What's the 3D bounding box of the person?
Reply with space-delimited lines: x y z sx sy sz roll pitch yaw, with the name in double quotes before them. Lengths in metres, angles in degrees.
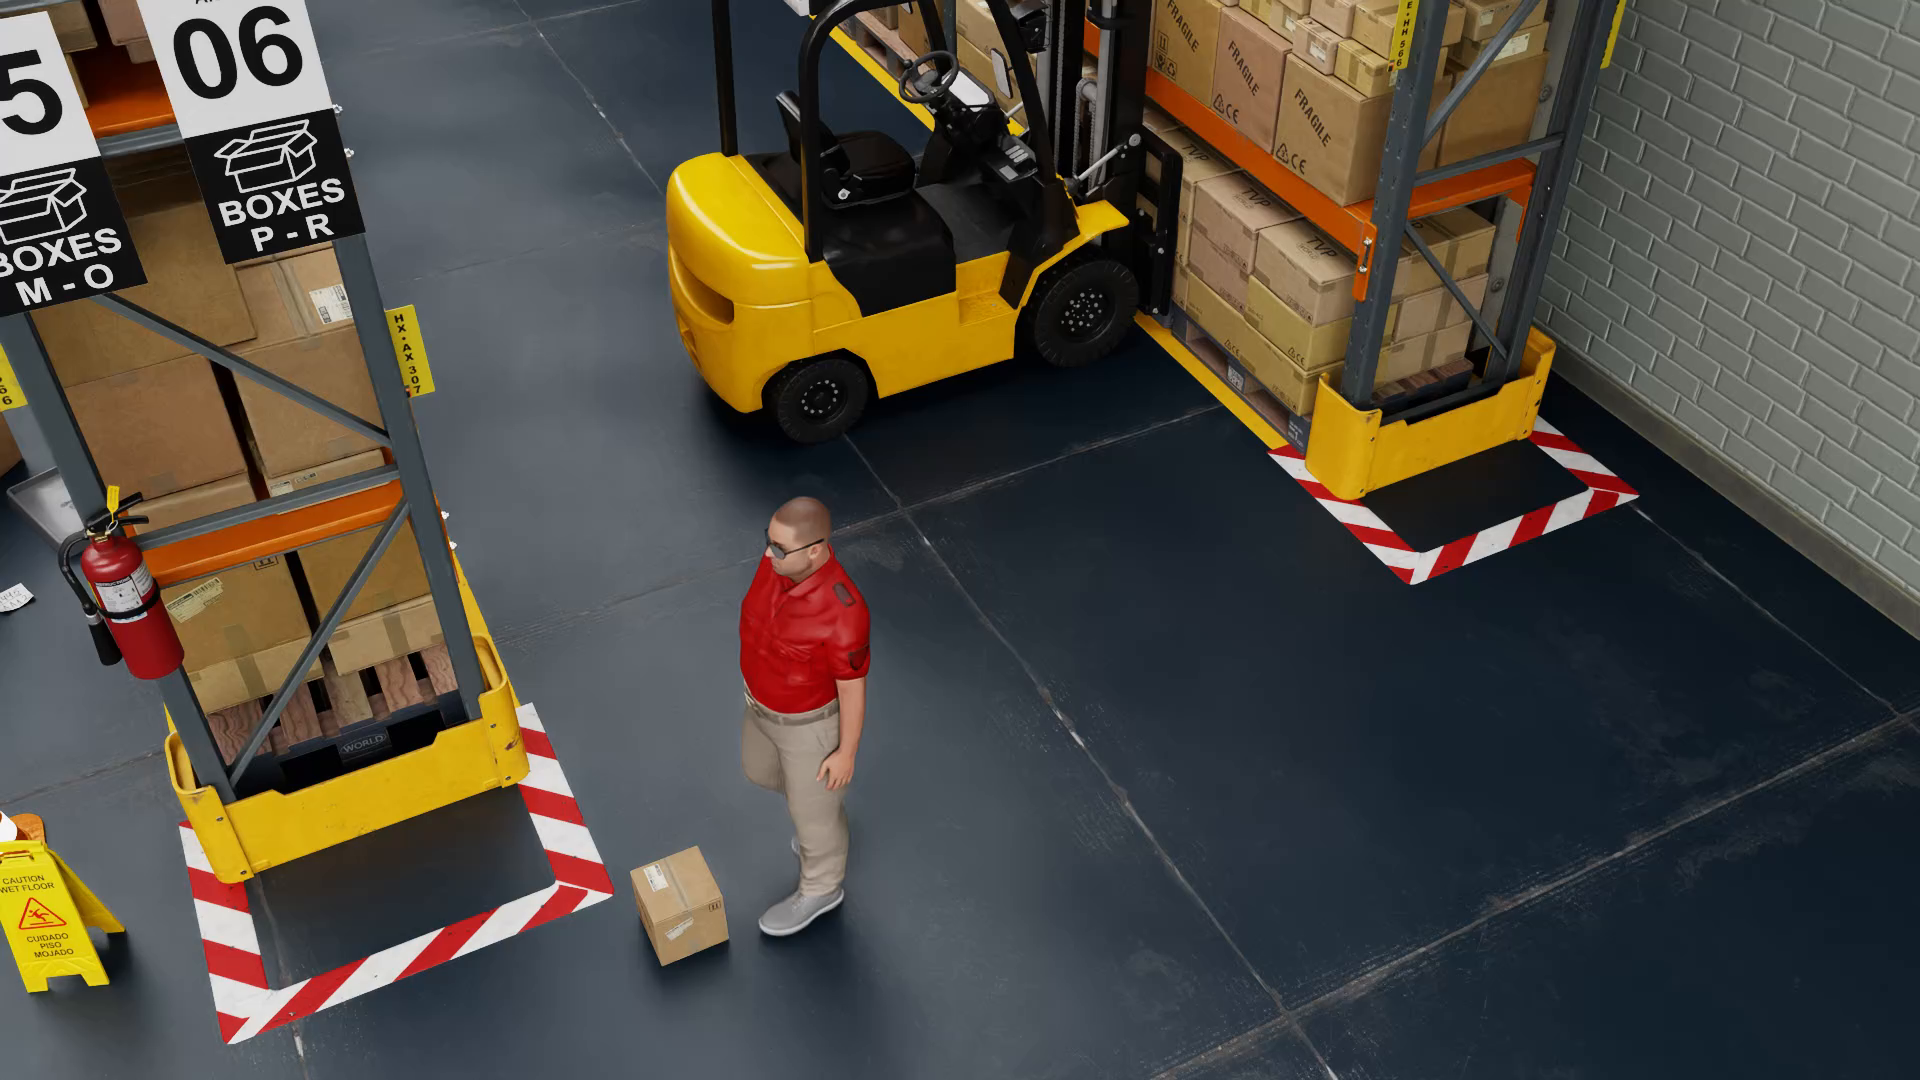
"person" -0.541 0.582 5.506 0.551 1.741 0.555 -25 47 -26
